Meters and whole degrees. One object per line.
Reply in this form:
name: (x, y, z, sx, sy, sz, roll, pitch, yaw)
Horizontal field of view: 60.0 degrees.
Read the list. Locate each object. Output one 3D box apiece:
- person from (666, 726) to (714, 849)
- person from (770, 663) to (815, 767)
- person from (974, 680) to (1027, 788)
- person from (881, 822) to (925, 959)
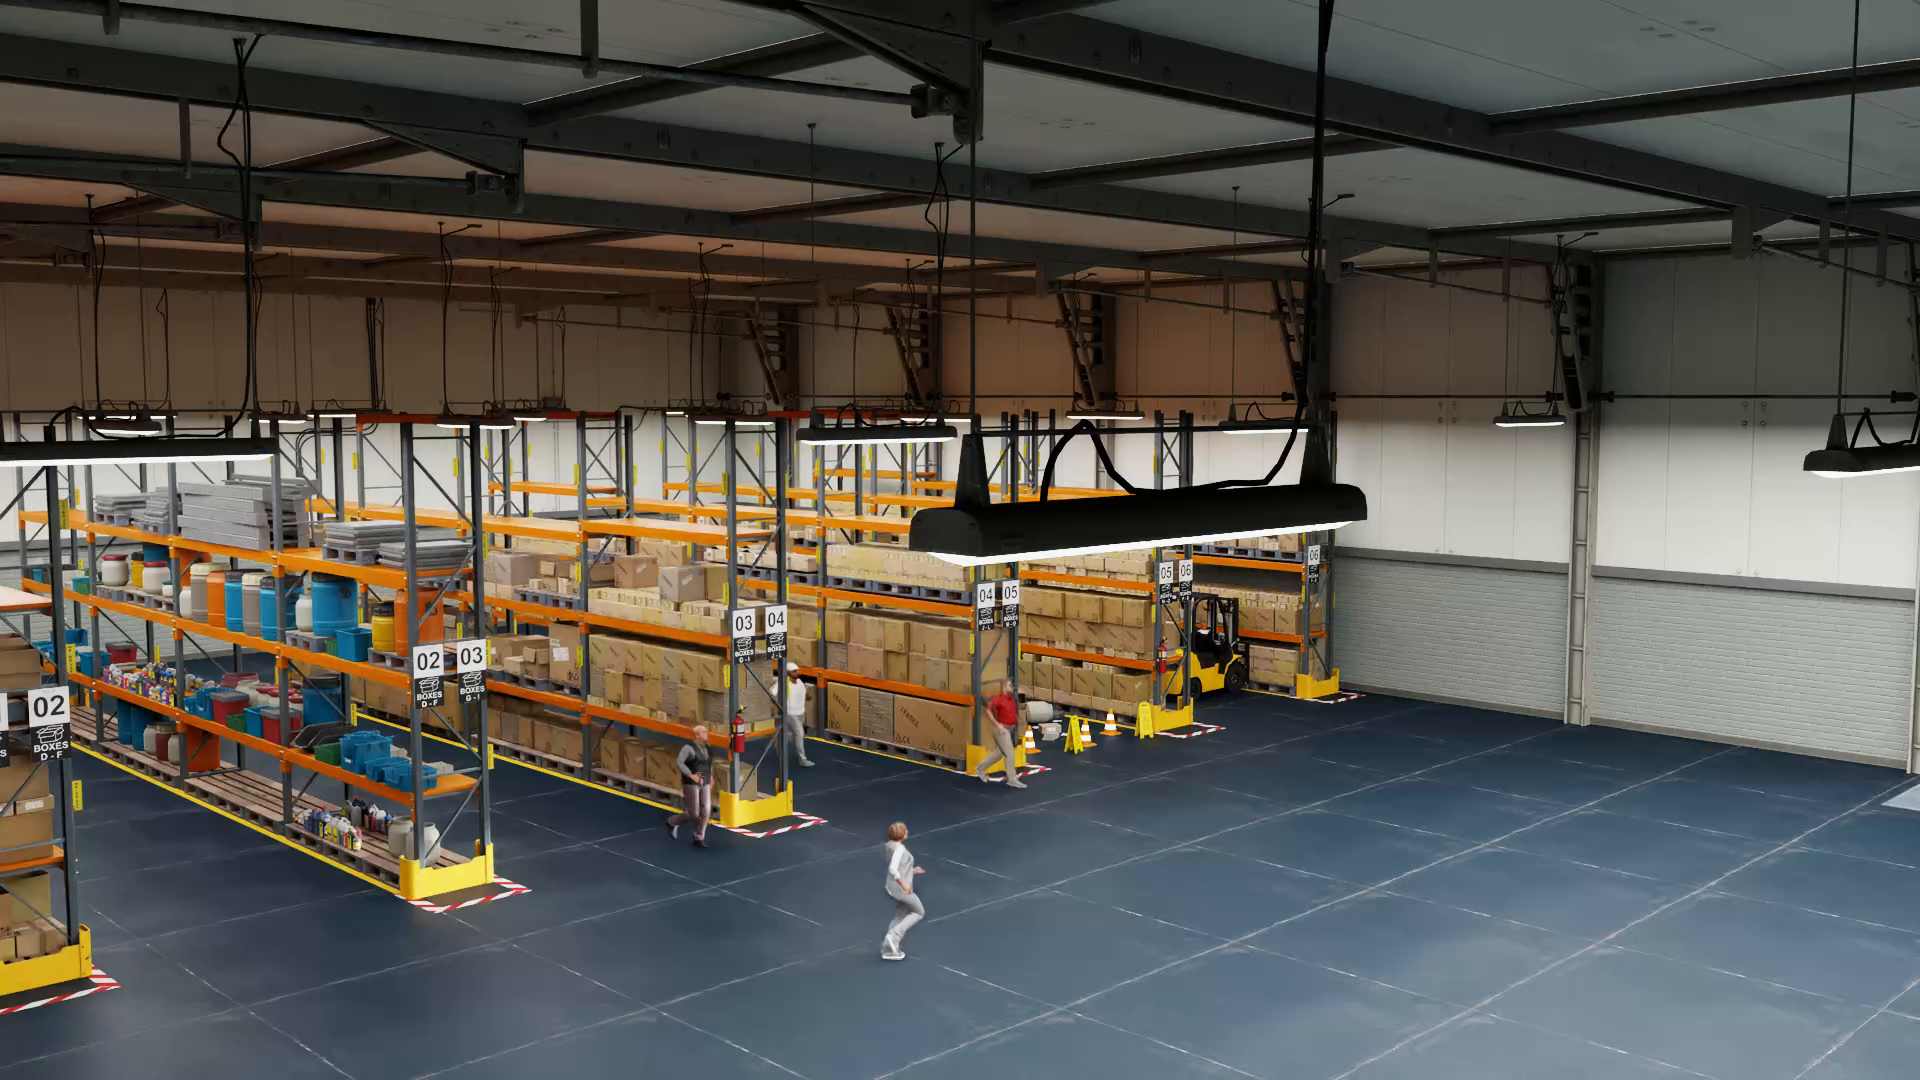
person: (-3.739, 3.465, 23.545, 0.727, 1.698, 0.701, 3, 6, 34)
person: (-2.858, 2.972, 28.495, 0.954, 1.748, 0.711, 3, 6, 33)
person: (0.676, 3.109, 26.945, 0.926, 1.722, 0.654, 2, 5, 18)
person: (-0.625, 3.934, 18.667, 0.538, 1.546, 0.508, -2, 5, -26)
